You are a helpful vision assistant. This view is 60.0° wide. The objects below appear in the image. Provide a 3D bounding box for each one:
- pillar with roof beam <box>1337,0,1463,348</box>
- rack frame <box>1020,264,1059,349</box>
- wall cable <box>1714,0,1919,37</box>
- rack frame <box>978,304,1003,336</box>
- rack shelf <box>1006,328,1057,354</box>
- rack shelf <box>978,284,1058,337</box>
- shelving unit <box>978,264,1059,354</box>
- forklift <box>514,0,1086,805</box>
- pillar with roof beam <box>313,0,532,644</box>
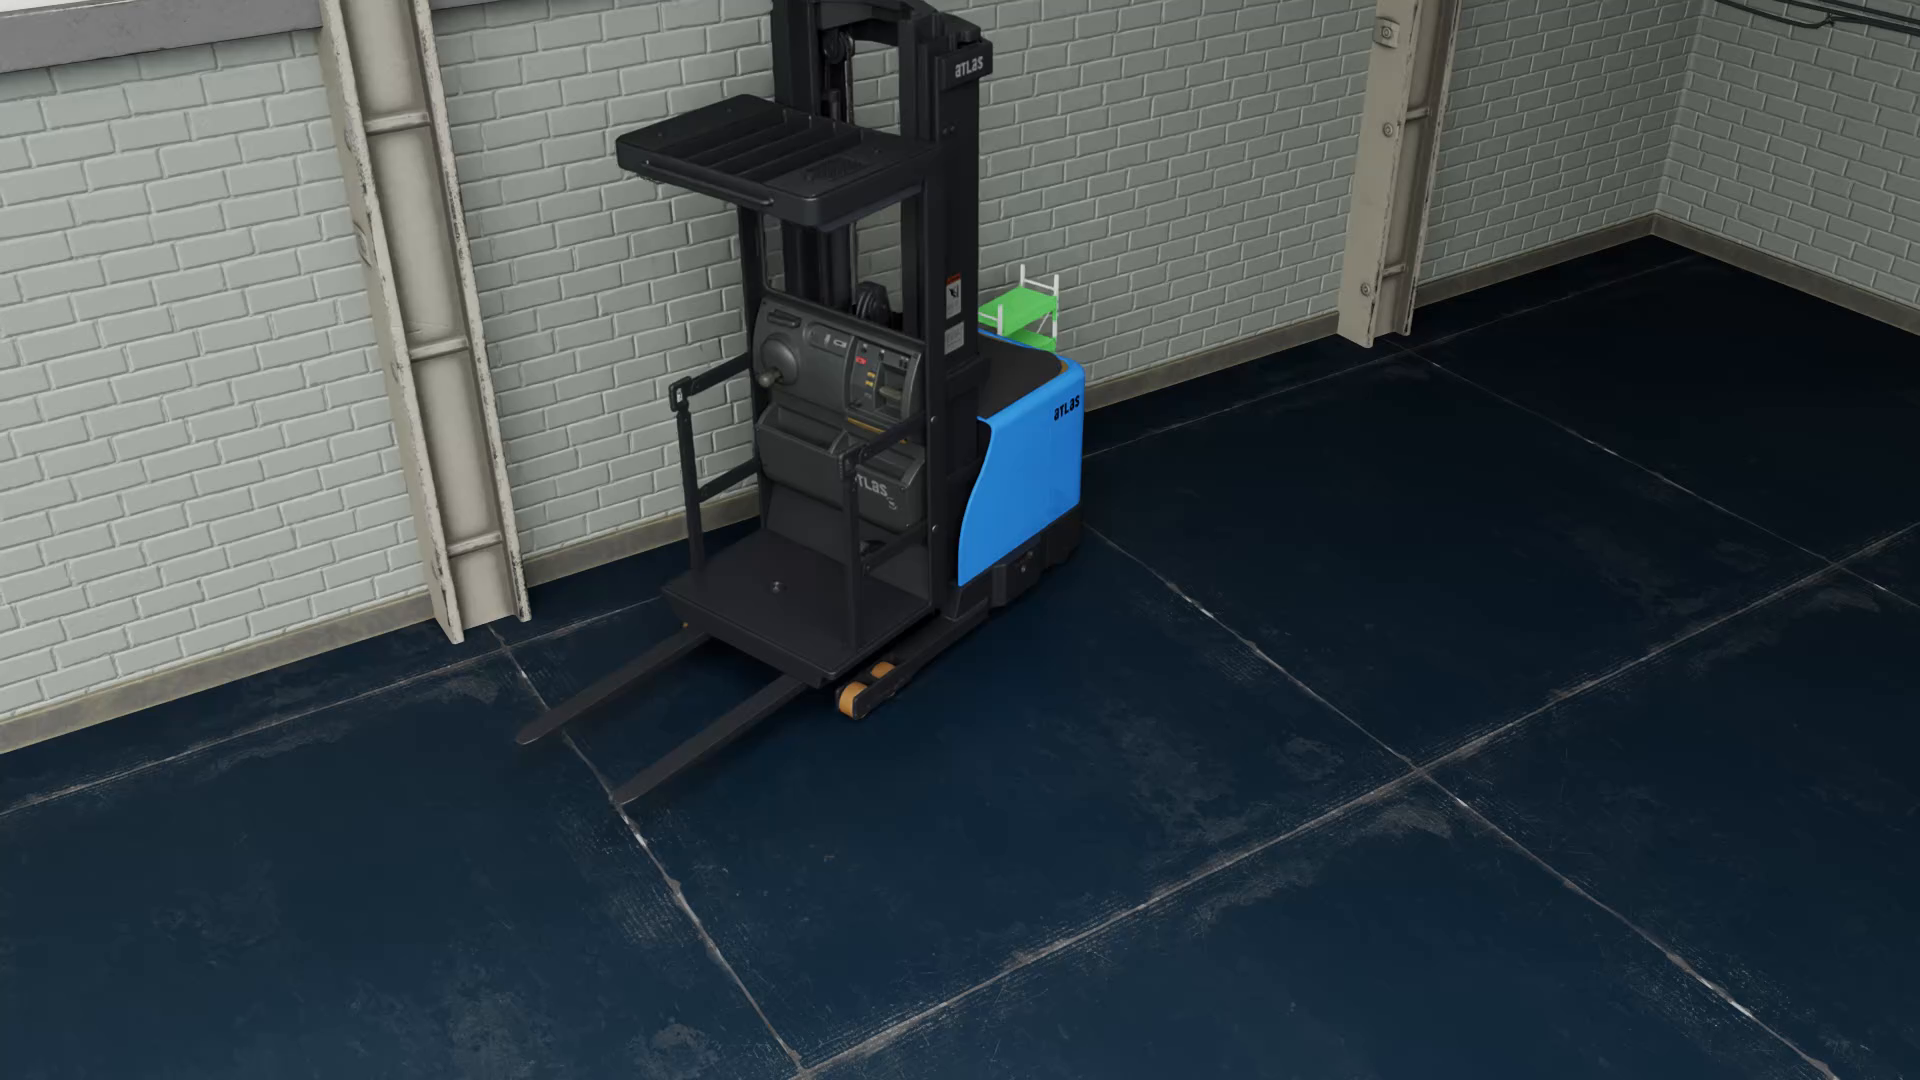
[{"bbox_3d":[5.034,-3.236,5.445,0.400,9.000,9.100,-19,37,-27],"label":"pillar with roof beam"},{"bbox_3d":[0.420,-0.916,9.077,0.240,1.200,0.015,23,39,32],"label":"rack frame"},{"bbox_3d":[5.895,-4.112,9.744,0.112,2.526,3.097,-19,37,-27],"label":"wall cable"},{"bbox_3d":[0.117,-0.711,8.753,0.240,1.200,0.015,23,39,32],"label":"rack frame"},{"bbox_3d":[0.268,-0.963,8.821,0.258,0.148,0.480,23,39,32],"label":"rack shelf"},{"bbox_3d":[0.268,-1.165,8.693,0.258,0.148,0.480,23,39,32],"label":"rack shelf"},{"bbox_3d":[0.268,-0.814,8.915,0.258,1.200,0.503,23,39,32],"label":"shelving unit"},{"bbox_3d":[-0.679,-0.735,7.168,1.130,2.935,3.031,23,39,32],"label":"forklift"},{"bbox_3d":[-0.009,-1.501,2.696,0.400,9.000,9.100,-19,37,-27],"label":"pillar with roof beam"}]
